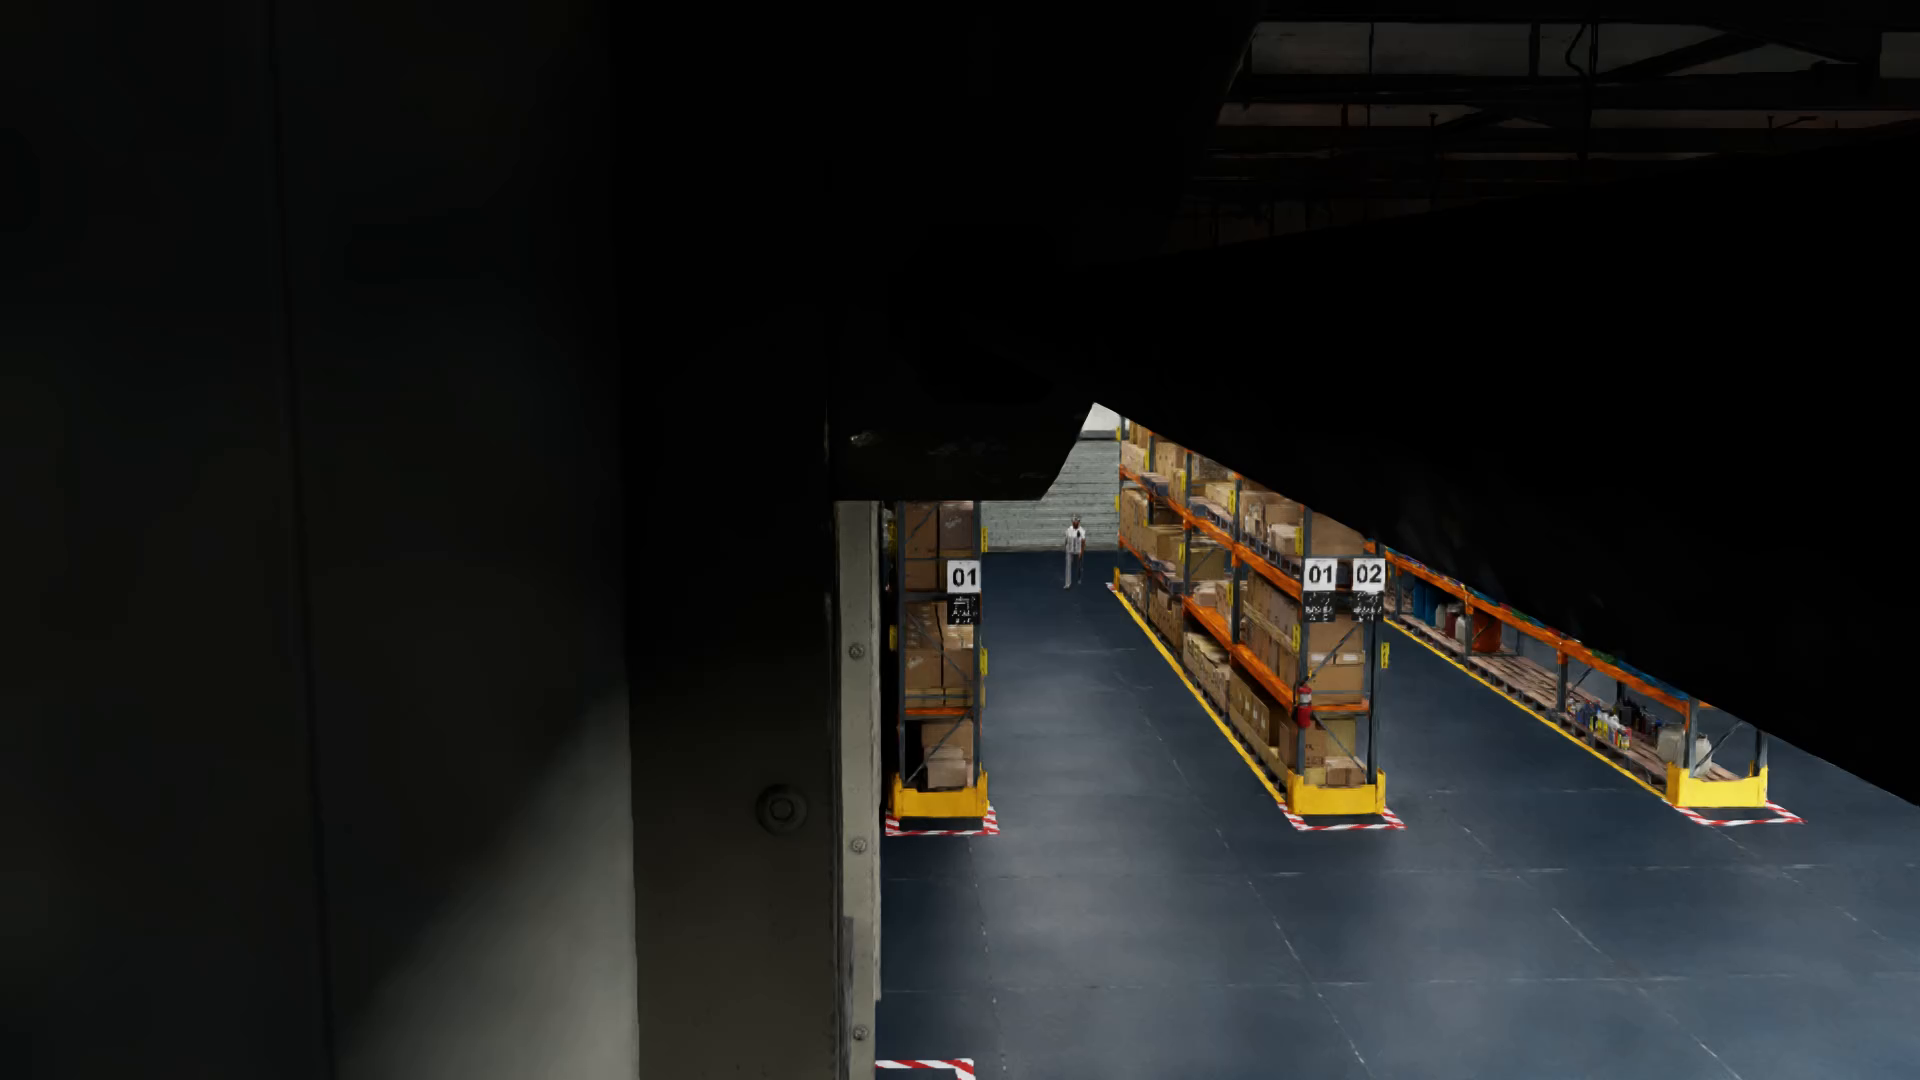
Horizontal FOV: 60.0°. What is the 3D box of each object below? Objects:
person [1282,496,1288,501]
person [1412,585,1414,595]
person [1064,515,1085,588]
[{"bbox_3d":[7.863,-0.314,40.714,0.655,1.591,0.767,-4,9,-23],"label":"person"},{"bbox_3d":[9.917,0.481,35.329,0.411,1.534,0.956,-2,8,-11],"label":"person"},{"bbox_3d":[2.545,0.234,36.689,0.444,1.620,0.981,1,8,7],"label":"person"}]
